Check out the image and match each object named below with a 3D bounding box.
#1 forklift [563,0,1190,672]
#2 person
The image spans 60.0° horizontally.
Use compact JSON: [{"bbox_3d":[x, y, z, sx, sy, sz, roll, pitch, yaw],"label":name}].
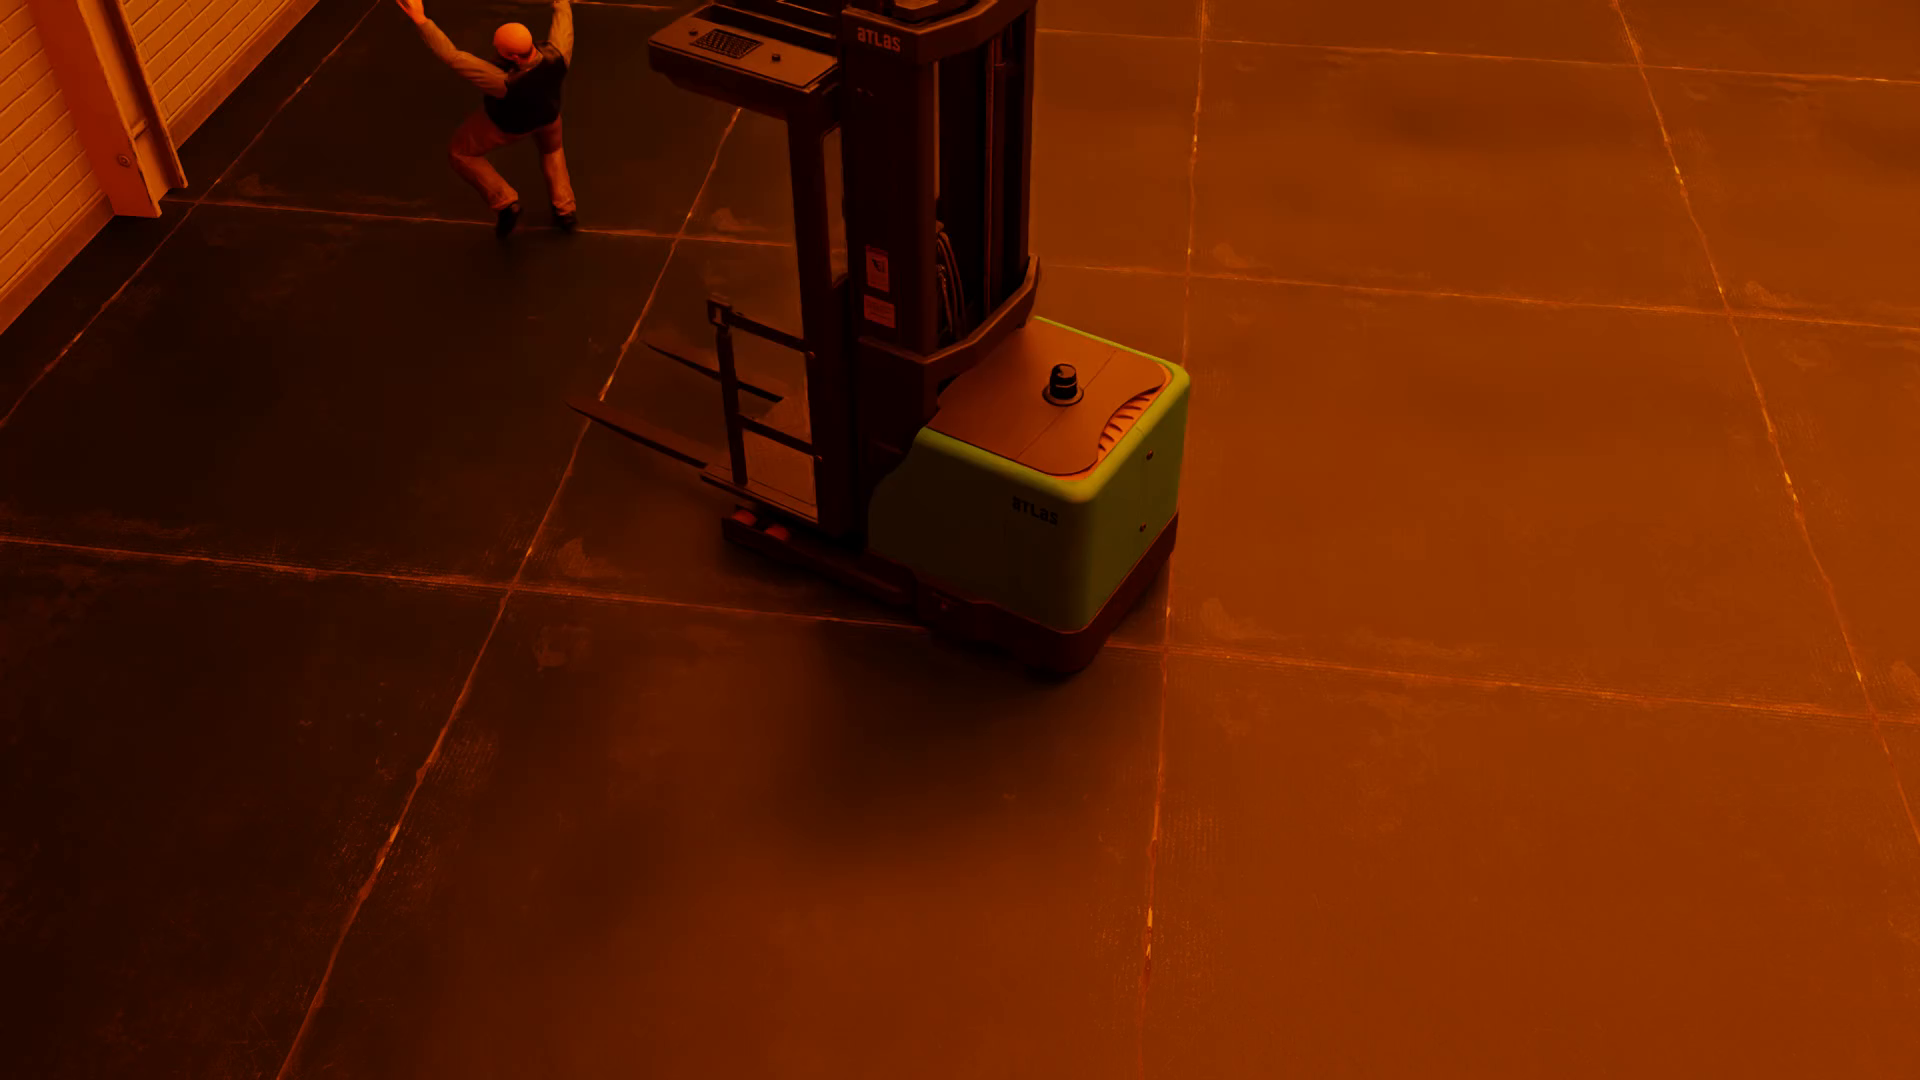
[{"bbox_3d":[-0.524,-1.268,7.105,3.031,2.935,1.130,23,47,23],"label":"forklift"},{"bbox_3d":[-2.538,-2.418,9.363,0.943,1.602,0.747,-27,49,-26],"label":"person"}]
